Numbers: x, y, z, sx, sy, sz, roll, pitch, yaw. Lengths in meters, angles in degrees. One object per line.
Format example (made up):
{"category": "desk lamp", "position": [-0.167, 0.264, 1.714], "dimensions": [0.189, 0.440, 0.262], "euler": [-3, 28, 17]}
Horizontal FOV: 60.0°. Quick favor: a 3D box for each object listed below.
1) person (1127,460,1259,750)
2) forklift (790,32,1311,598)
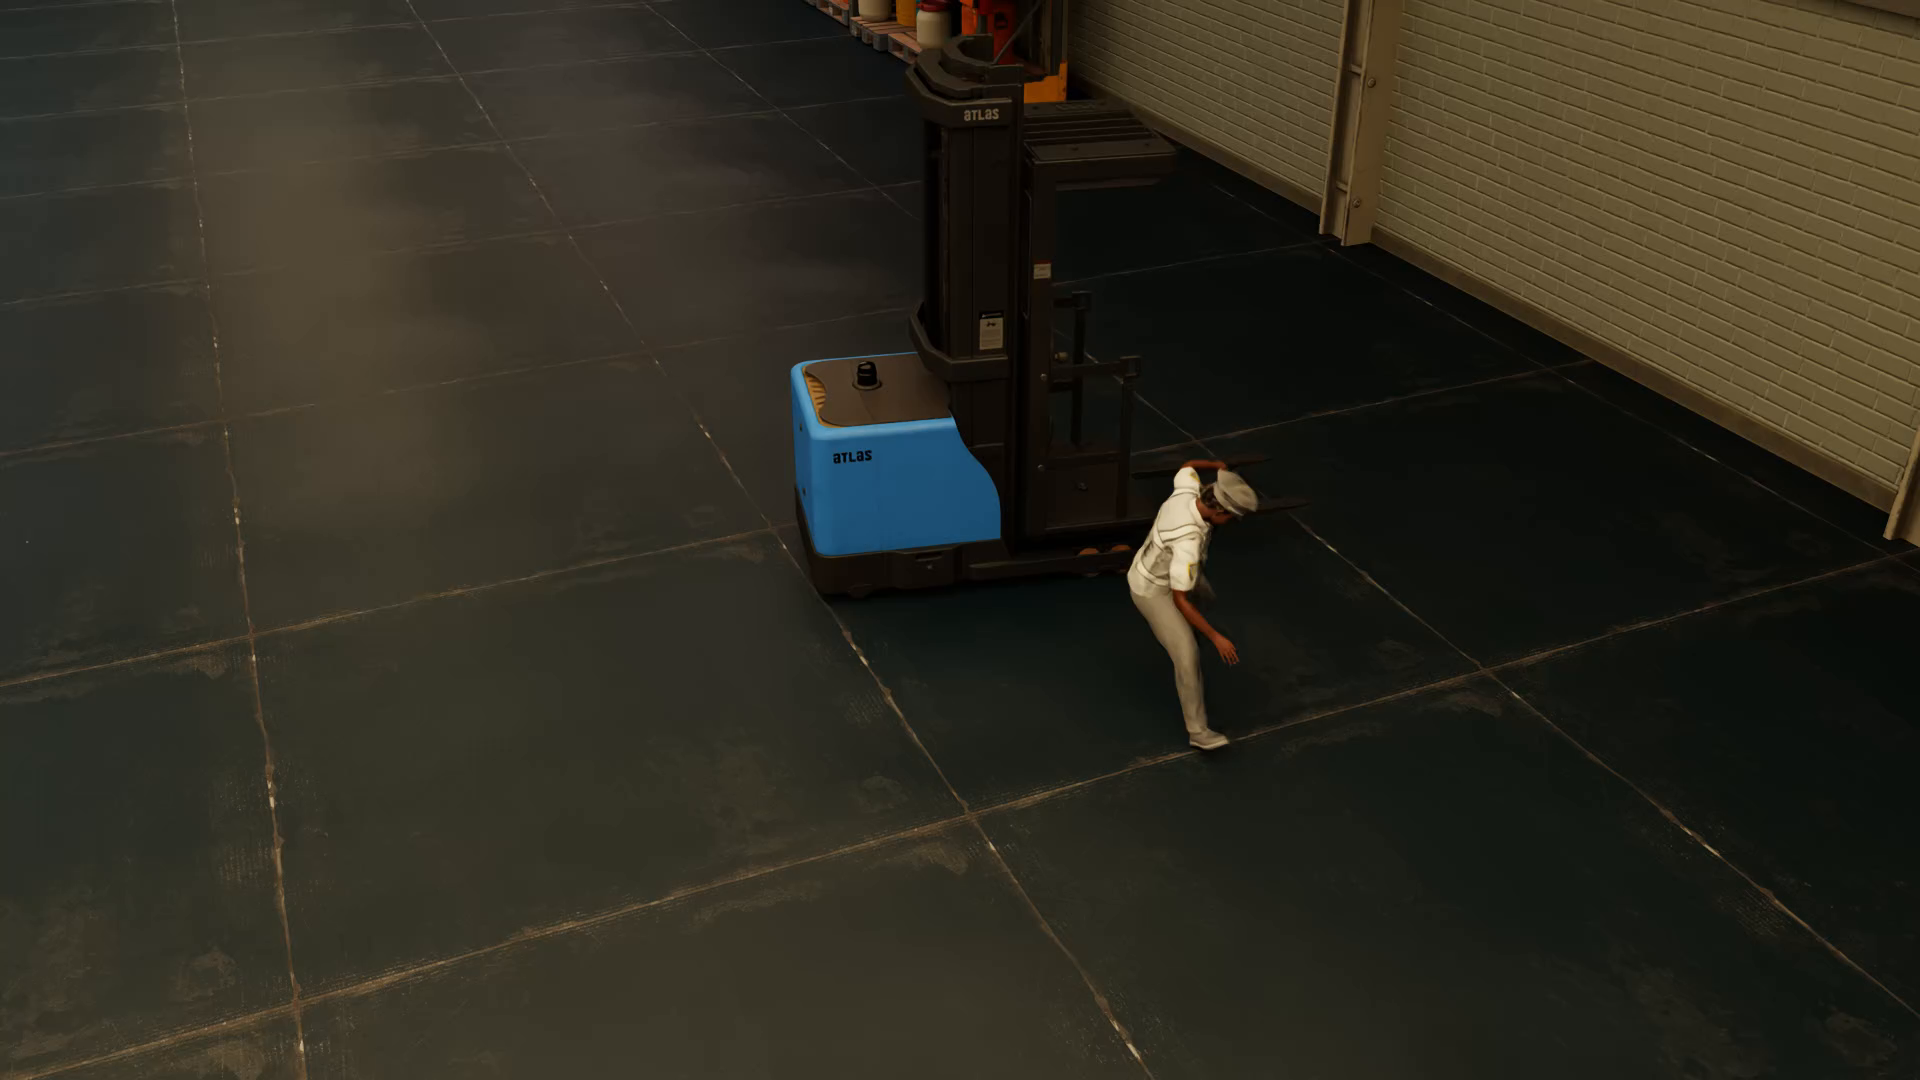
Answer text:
{"category": "person", "position": [1.183, 0.194, 8.365], "dimensions": [0.720, 1.382, 1.185], "euler": [11, 32, 19]}
{"category": "forklift", "position": [0.567, -1.307, 9.406], "dimensions": [3.031, 2.935, 1.130], "euler": [-6, 30, -11]}
